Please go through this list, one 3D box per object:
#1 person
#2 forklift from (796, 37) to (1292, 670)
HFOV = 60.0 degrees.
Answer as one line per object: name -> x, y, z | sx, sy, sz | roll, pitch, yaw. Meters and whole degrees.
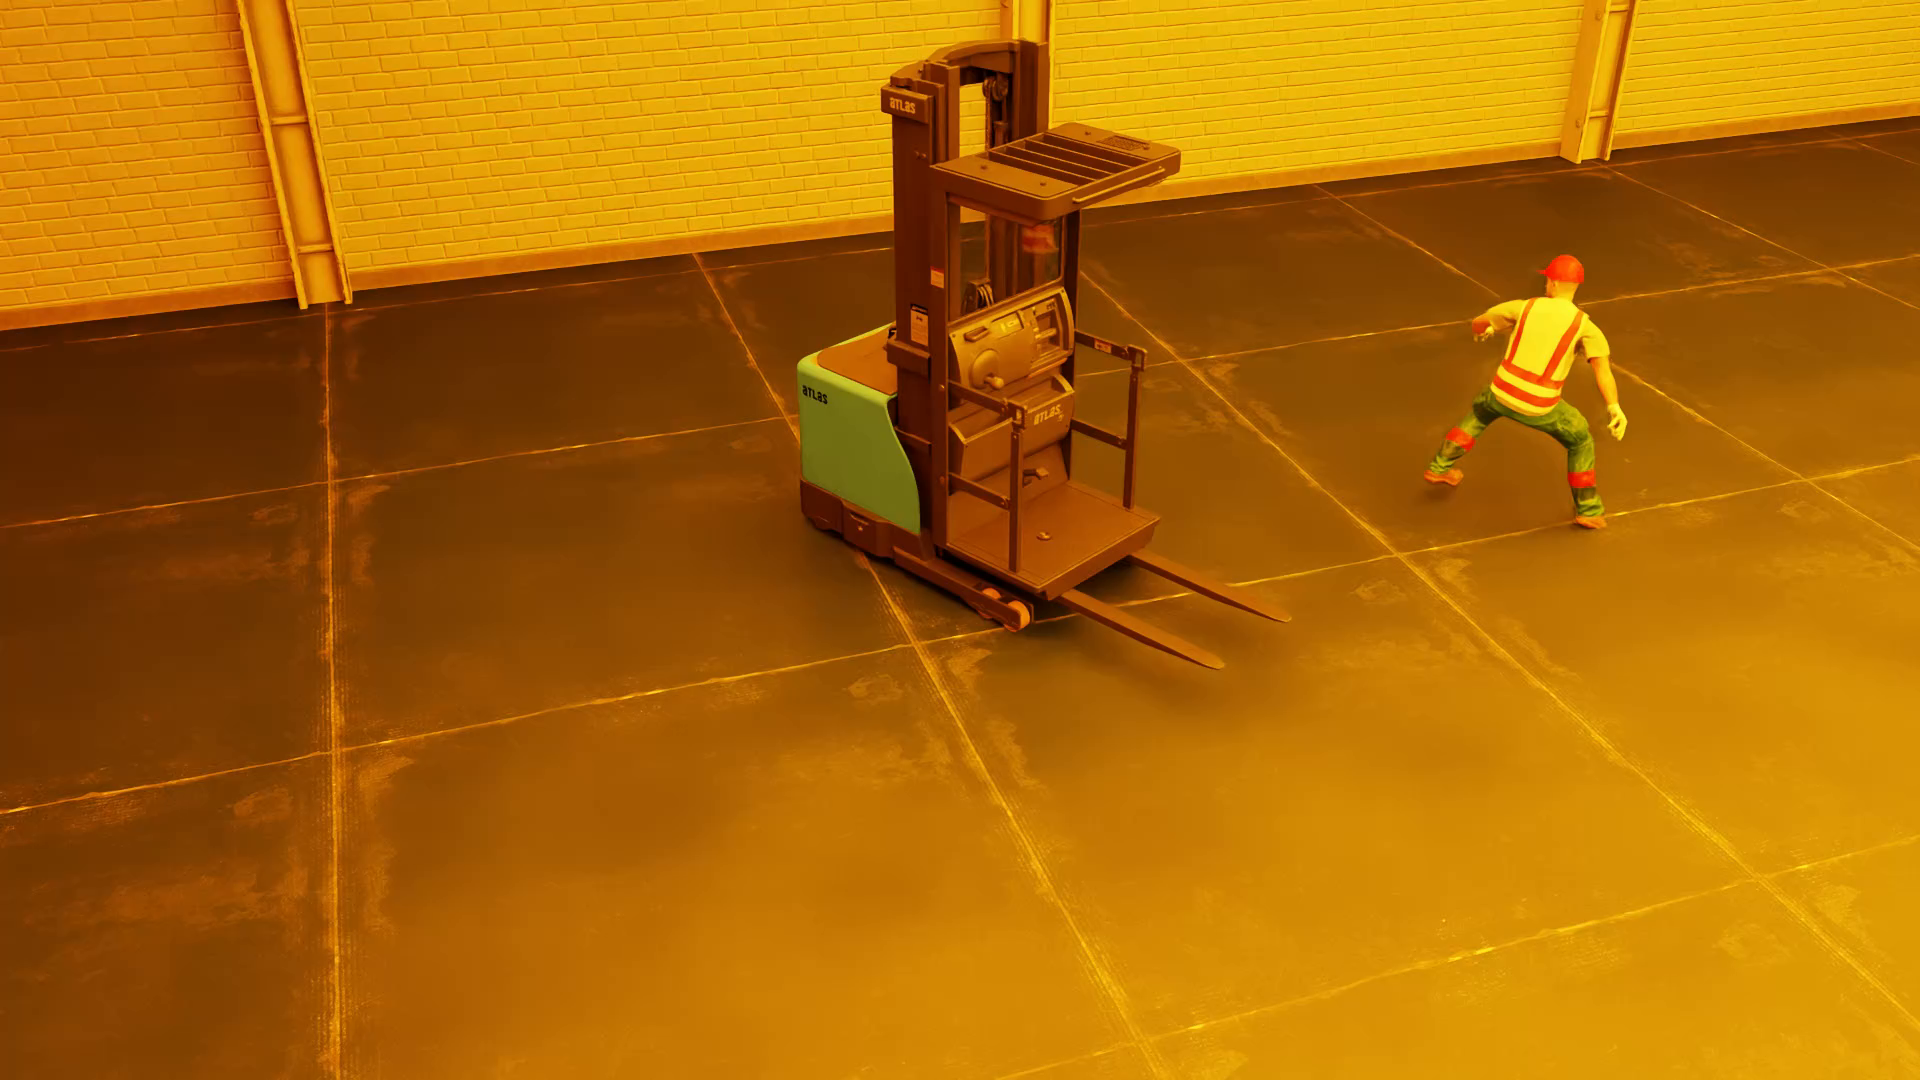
person -> 3.497, -0.845, 9.957 | 1.175, 1.705, 0.568 | 26, 39, 37
forklift -> 0.443, -1.061, 8.931 | 3.031, 2.935, 1.130 | 25, 38, 37
